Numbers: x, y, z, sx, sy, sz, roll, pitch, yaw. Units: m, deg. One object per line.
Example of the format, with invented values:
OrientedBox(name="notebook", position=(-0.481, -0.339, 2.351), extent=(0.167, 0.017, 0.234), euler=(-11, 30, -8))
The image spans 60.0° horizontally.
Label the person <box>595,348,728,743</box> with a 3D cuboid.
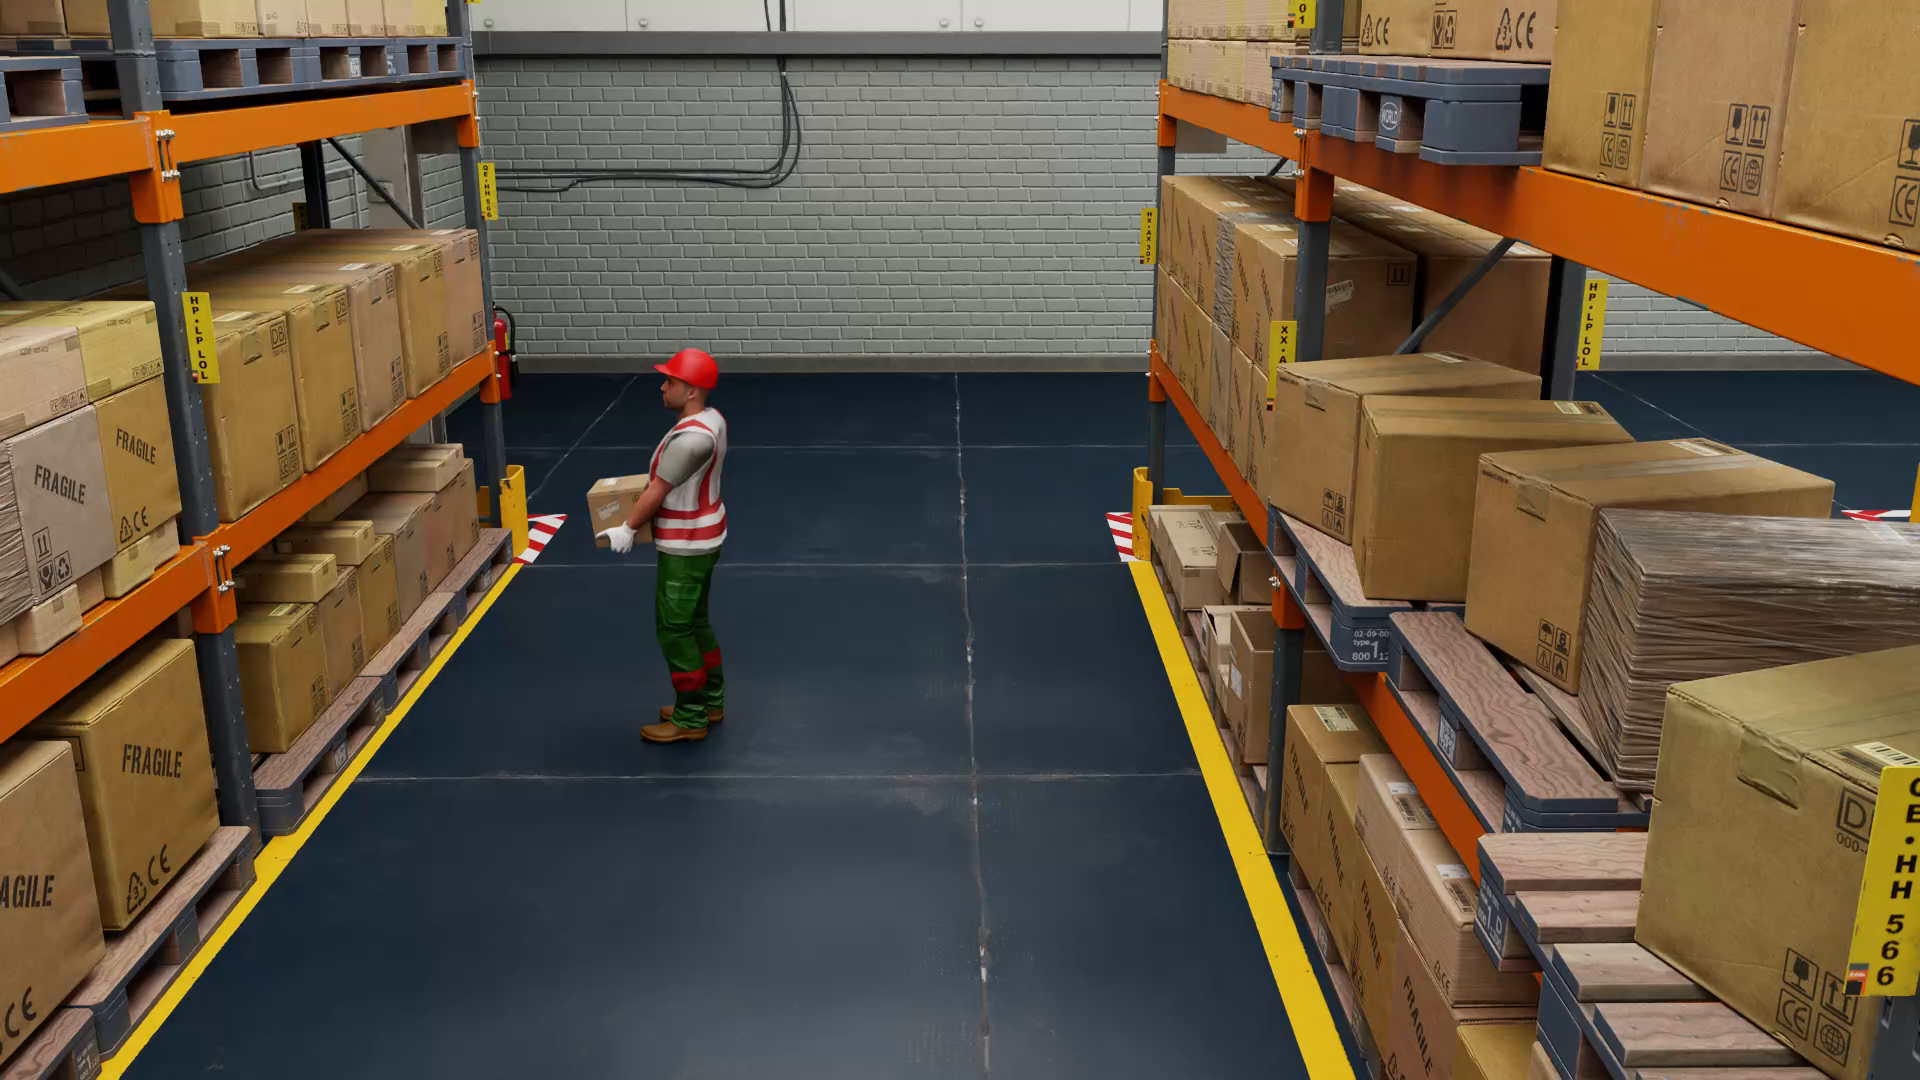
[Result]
OrientedBox(name="person", position=(-1.315, 0.029, 7.414), extent=(0.565, 1.784, 0.494), euler=(0, 17, 0))
